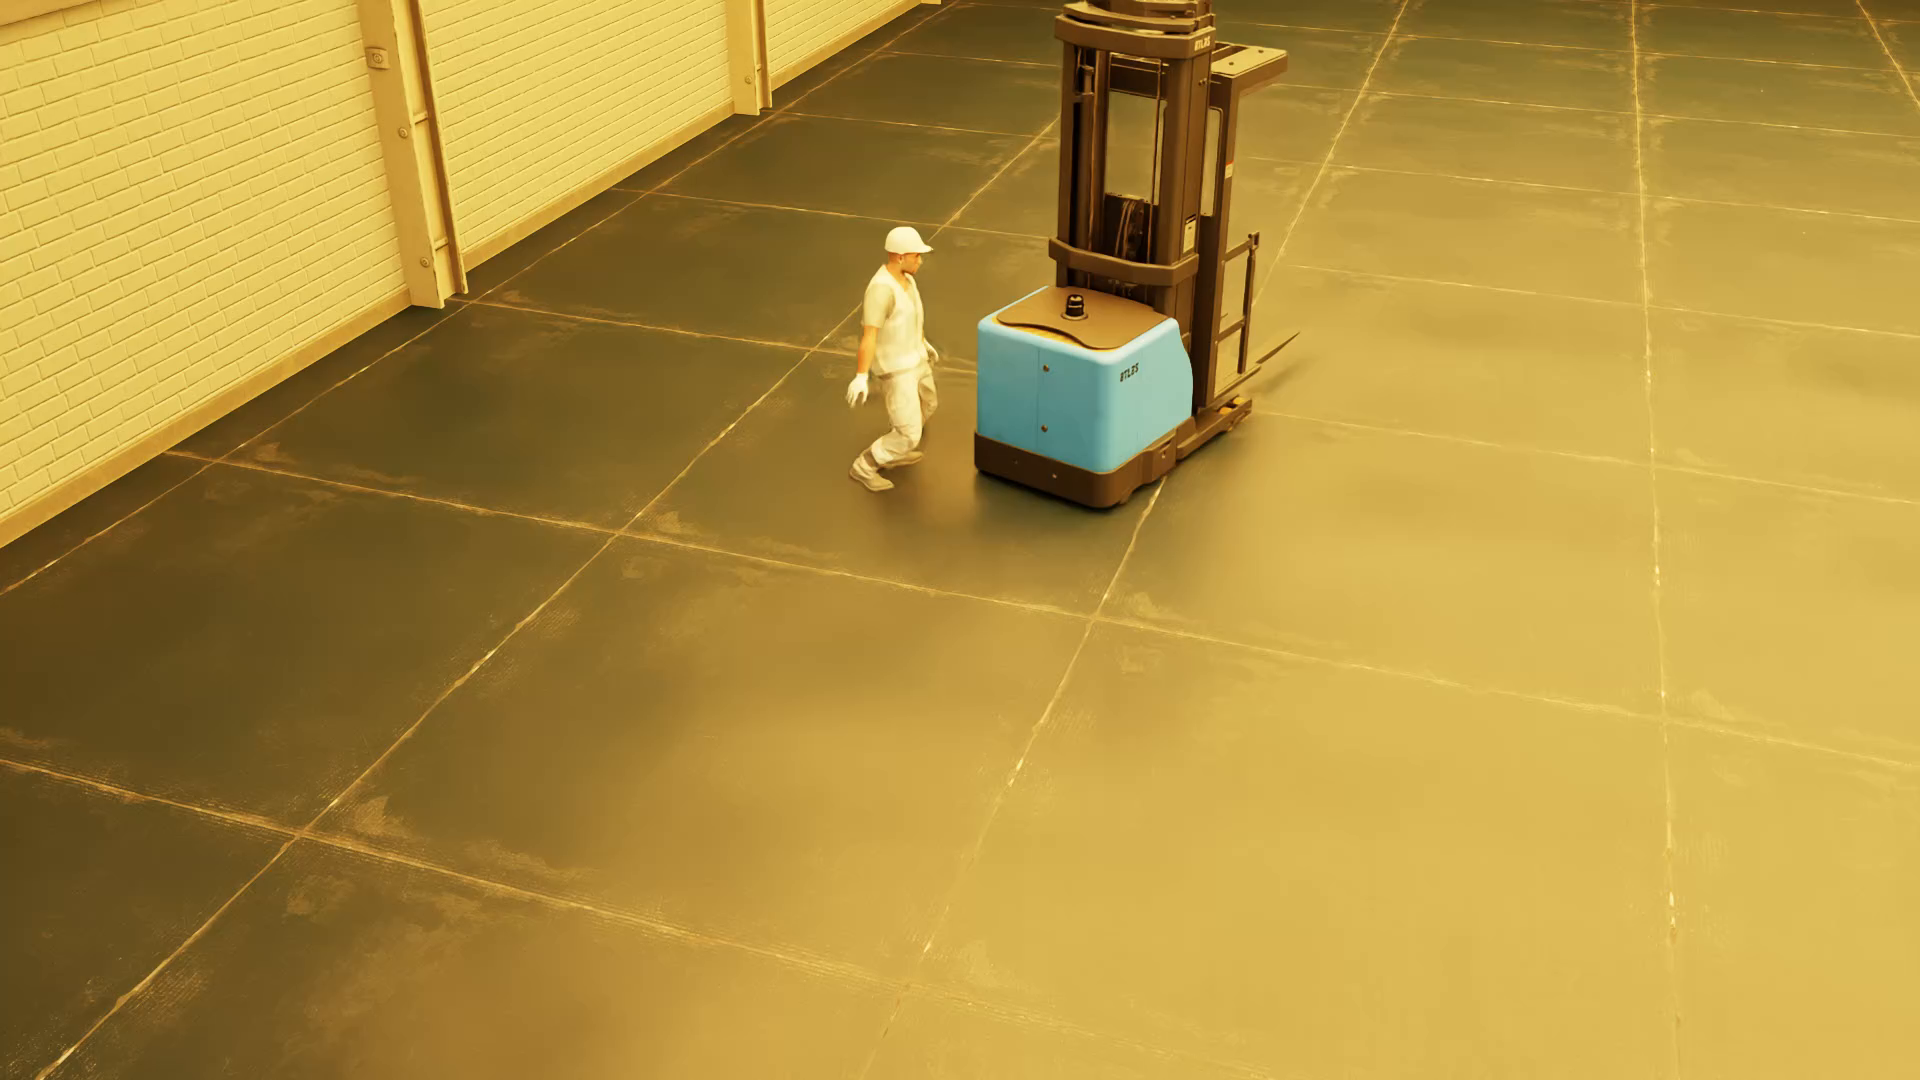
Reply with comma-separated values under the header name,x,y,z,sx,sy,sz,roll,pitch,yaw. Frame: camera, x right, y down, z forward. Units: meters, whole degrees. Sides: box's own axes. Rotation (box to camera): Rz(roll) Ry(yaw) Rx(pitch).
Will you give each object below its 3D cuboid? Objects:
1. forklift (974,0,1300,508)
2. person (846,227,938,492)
name,x,y,z,sx,sy,sz,roll,pitch,yaw
forklift,1.371,-2.146,10.901,1.130,2.935,3.031,20,35,31
person,-0.404,-1.090,10.306,0.490,1.692,0.923,11,31,18
